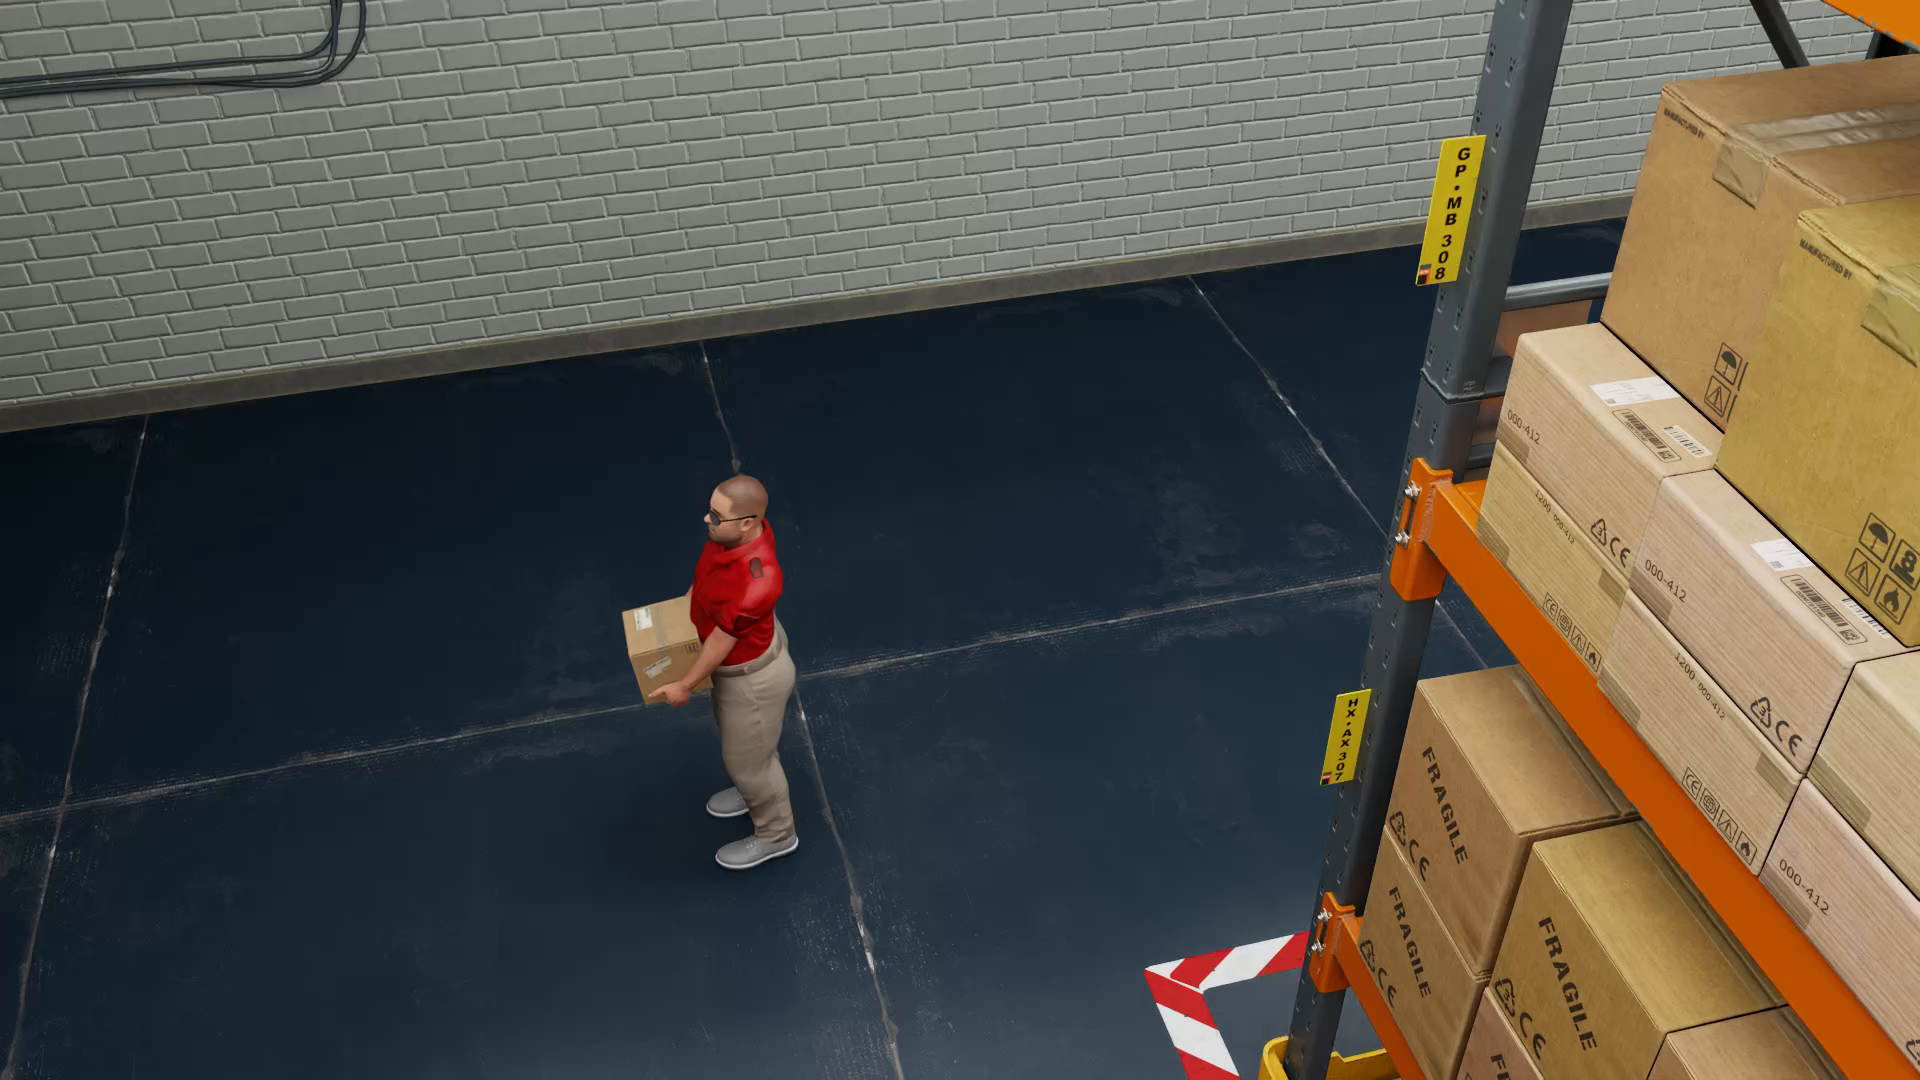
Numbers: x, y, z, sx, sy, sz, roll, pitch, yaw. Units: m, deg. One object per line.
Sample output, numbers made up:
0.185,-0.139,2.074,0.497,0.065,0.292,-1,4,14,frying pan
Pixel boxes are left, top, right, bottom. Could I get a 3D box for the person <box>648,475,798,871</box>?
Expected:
-0.879,0.495,6.103,0.540,1.722,0.490,-9,39,-12,person
